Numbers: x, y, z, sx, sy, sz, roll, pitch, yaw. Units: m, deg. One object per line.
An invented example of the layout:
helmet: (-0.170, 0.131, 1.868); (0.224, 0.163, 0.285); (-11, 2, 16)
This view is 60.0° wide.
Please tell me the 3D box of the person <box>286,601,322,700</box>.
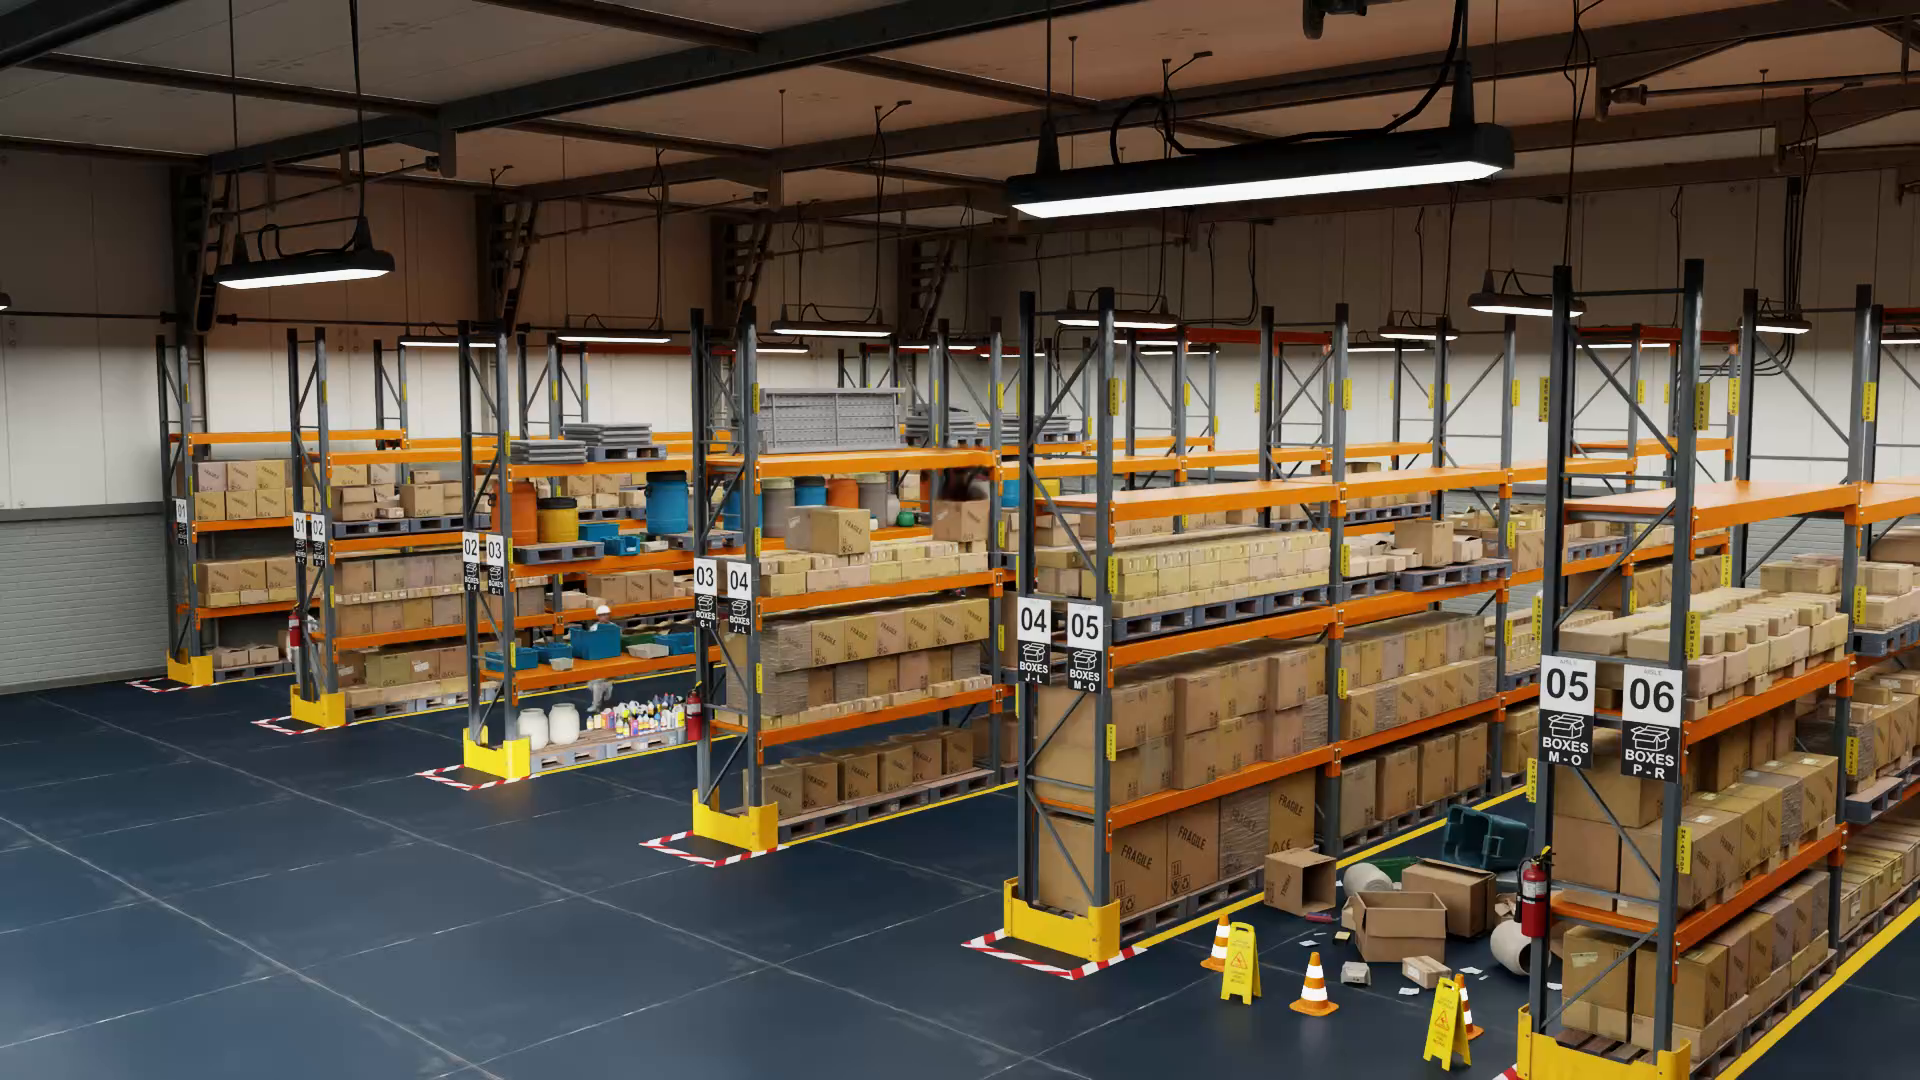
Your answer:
person: (-10.617, 1.813, 26.954); (0.561, 1.723, 0.382); (-2, 6, -17)

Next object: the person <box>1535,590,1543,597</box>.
person: (10.450, 1.523, 29.489); (0.613, 1.772, 0.733); (1, 6, 13)

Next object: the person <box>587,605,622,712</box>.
person: (-5.677, 1.873, 26.385); (0.557, 1.644, 0.918); (2, 6, 18)
